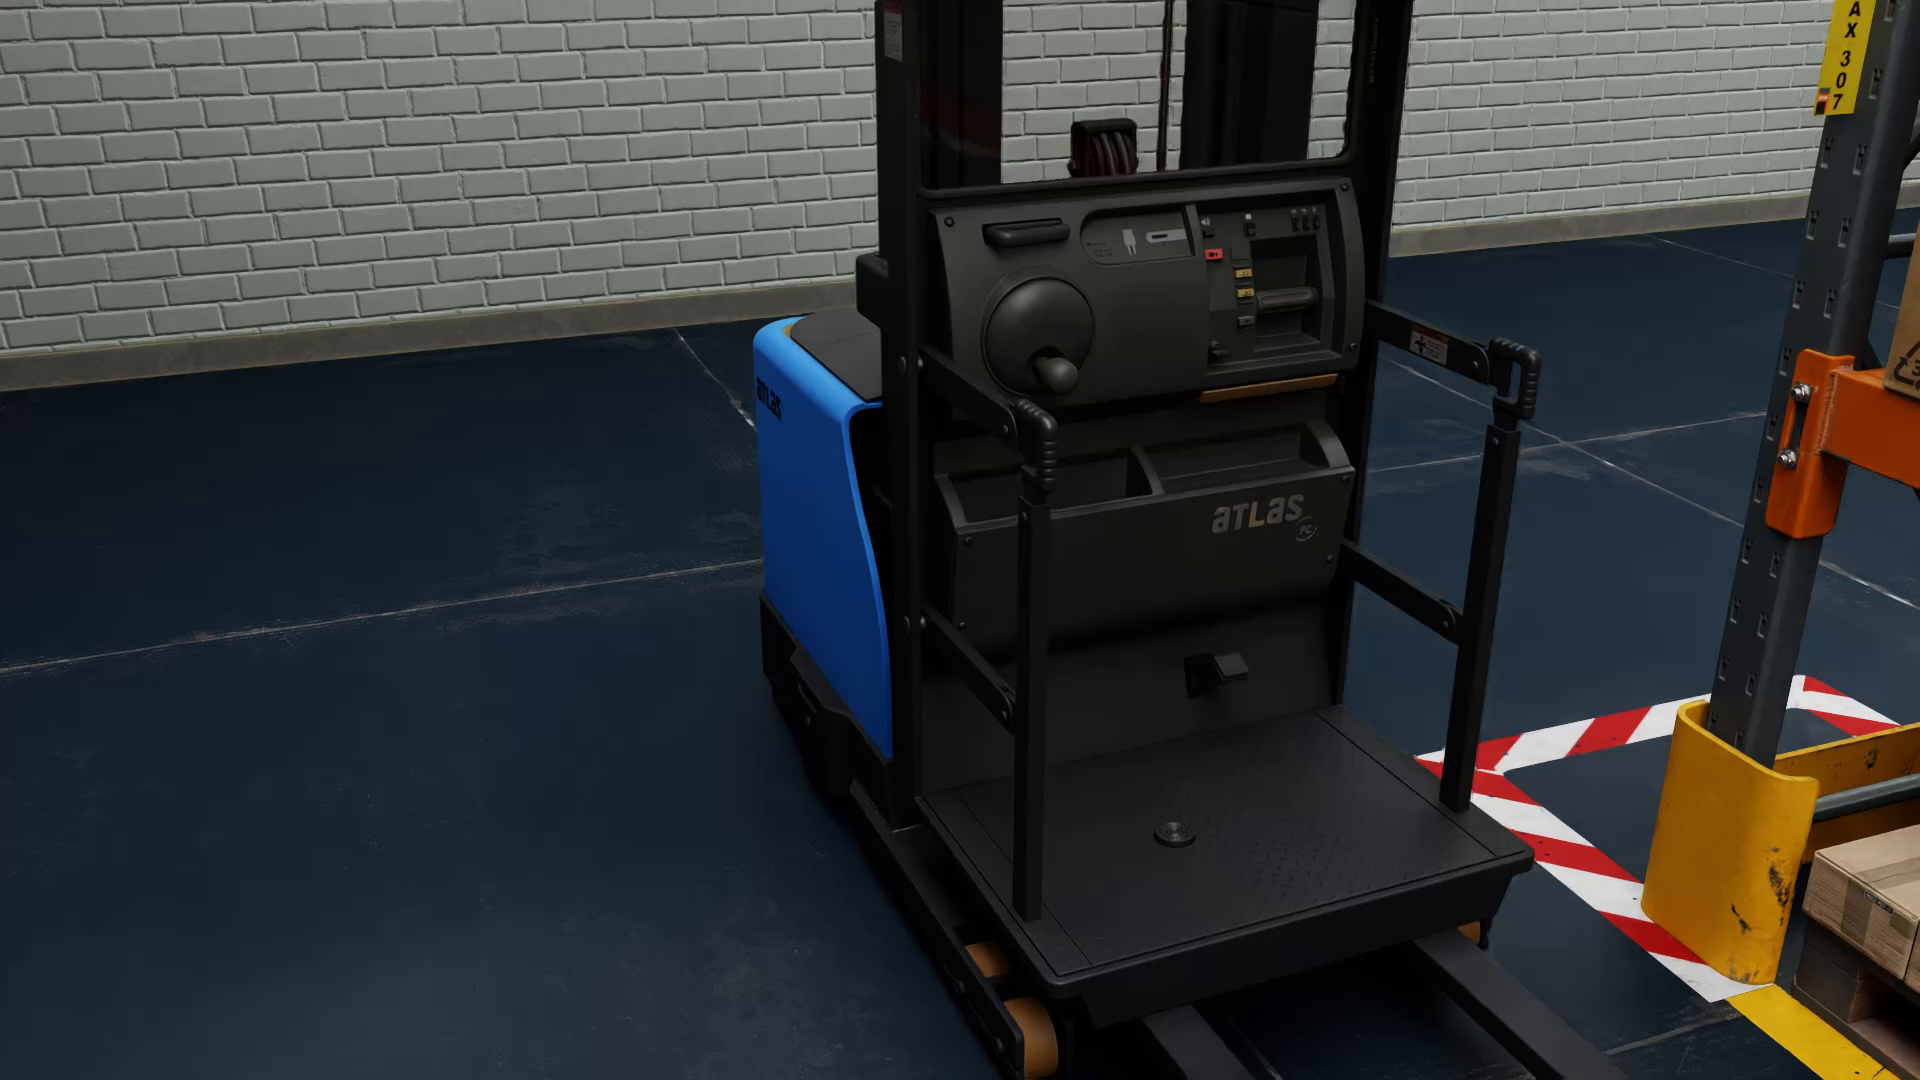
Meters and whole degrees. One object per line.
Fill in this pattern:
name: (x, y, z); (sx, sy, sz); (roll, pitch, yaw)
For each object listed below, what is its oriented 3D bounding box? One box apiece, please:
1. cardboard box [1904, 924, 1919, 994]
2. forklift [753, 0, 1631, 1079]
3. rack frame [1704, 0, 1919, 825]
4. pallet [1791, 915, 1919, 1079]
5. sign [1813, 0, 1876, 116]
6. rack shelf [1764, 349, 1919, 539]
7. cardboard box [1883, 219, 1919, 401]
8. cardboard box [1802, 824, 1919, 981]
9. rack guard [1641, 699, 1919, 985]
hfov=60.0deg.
cardboard box: (2.020, 0.790, 3.096); (0.380, 0.166, 0.250); (-8, 24, -19)
forklift: (0.479, -0.481, 3.117); (1.130, 2.935, 3.031); (-9, 25, -21)
rack frame: (2.105, -0.603, 3.319); (1.000, 3.000, 0.127); (-8, 24, -19)
pallet: (2.414, 0.999, 3.109); (1.003, 0.211, 1.213); (-8, 24, -19)
sign: (1.597, -0.928, 2.975); (0.100, 0.325, 0.005); (-8, 24, -19)
rack shelf: (2.811, 0.455, 1.735); (1.077, 0.370, 4.000); (-8, 24, -19)
cardboard box: (2.015, -0.452, 2.832); (0.500, 0.500, 0.500); (-8, 24, -18)
cardboard box: (1.931, 0.707, 3.315); (0.380, 0.149, 0.250); (-8, 24, -19)
rack guard: (2.132, 0.576, 3.739); (1.175, 0.500, 0.348); (-8, 24, -19)
